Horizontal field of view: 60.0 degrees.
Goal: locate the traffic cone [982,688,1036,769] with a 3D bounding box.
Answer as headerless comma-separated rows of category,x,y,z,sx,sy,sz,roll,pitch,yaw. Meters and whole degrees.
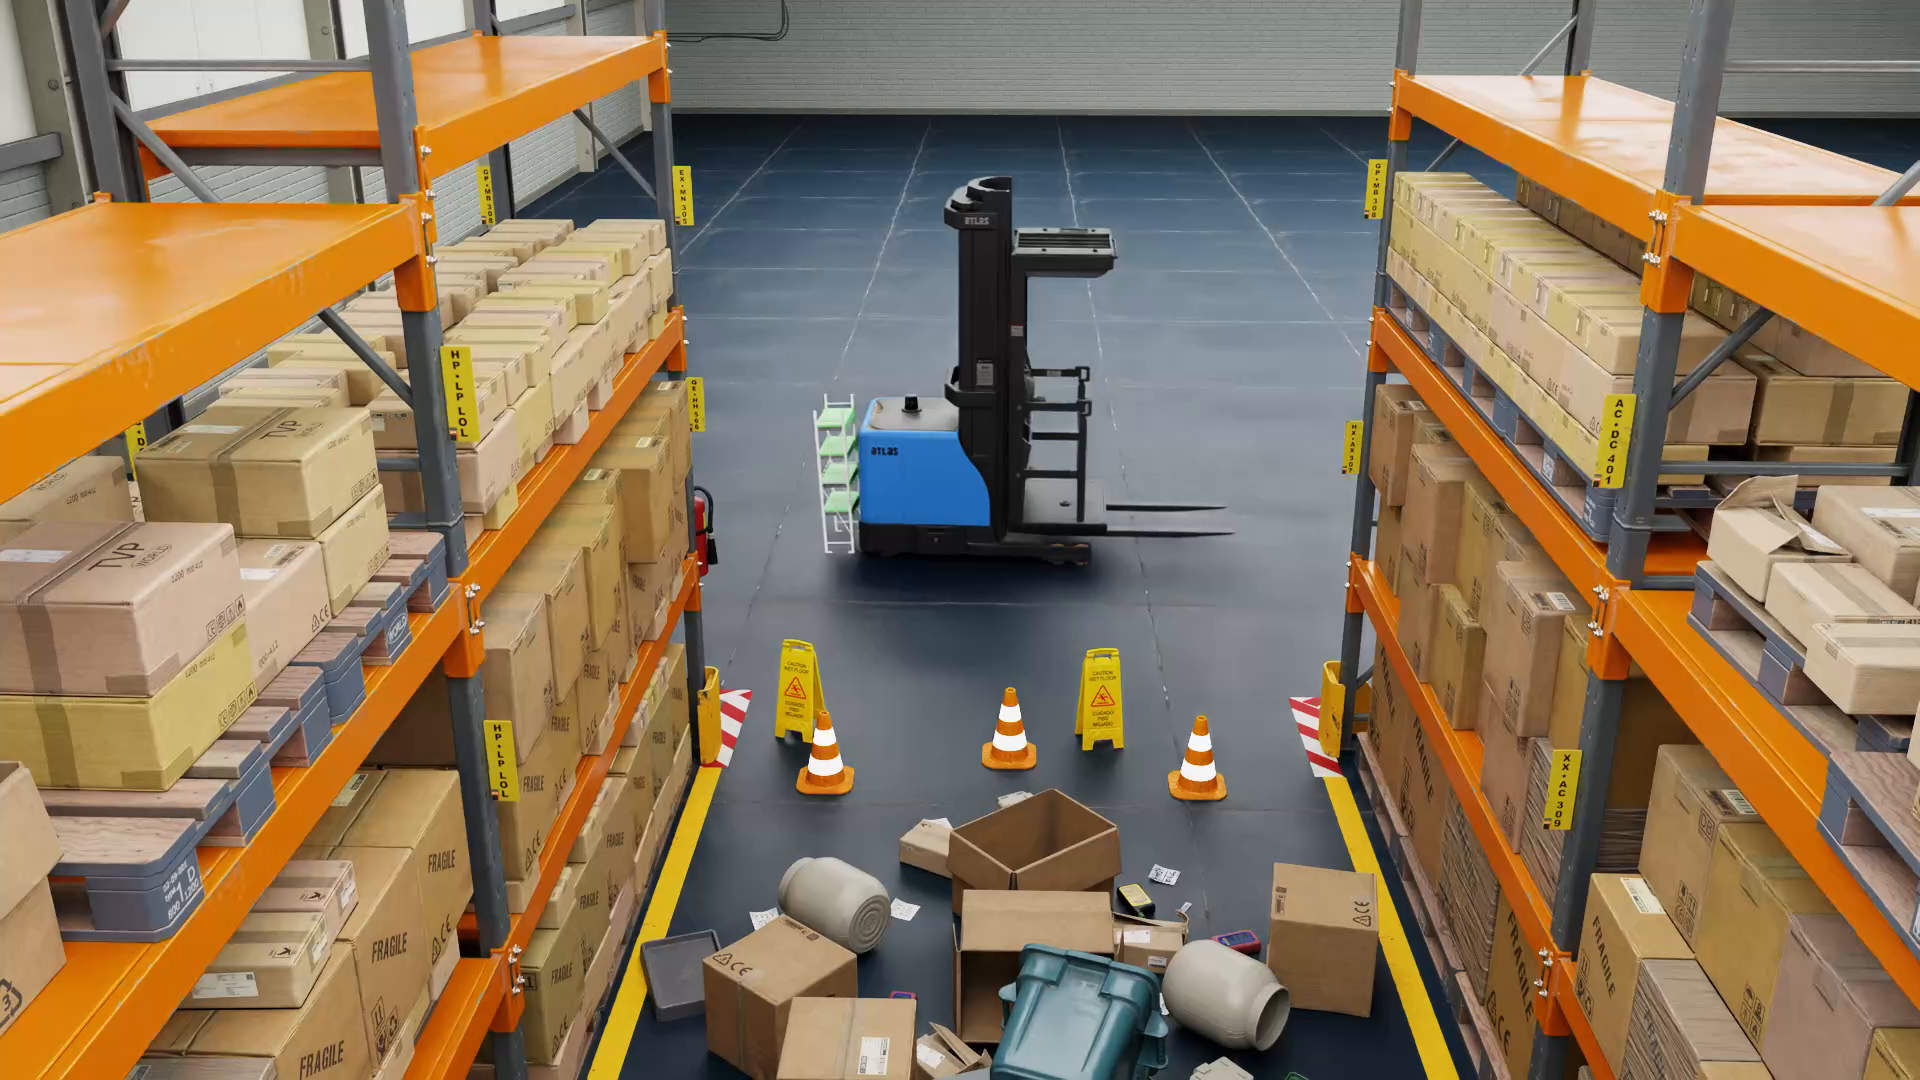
traffic cone,0.306,1.131,10.269,0.336,0.463,0.334,1,21,2

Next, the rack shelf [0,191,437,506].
rack shelf,-2.273,-0.217,3.488,1.077,0.370,4.000,1,21,2

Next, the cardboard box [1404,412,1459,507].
cardboard box,2.886,-0.333,8.834,0.875,0.550,0.550,1,21,2

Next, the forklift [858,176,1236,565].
forklift,0.720,-1.365,13.289,3.031,2.935,1.130,1,21,3

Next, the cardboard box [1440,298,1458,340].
cardboard box,2.491,-1.040,7.838,0.380,0.149,0.250,0,21,1

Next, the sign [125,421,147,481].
sign,-2.754,-0.307,5.607,0.100,0.325,0.005,1,21,2

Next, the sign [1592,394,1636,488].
sign,2.184,-0.329,5.552,0.100,0.325,0.005,1,21,2

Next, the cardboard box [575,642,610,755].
cardboard box,-1.900,0.631,7.501,0.500,0.500,0.500,0,21,1

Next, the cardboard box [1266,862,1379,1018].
cardboard box,1.760,1.945,8.116,0.500,0.500,0.500,4,22,11

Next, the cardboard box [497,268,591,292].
cardboard box,-1.949,-1.179,7.814,0.380,0.149,0.250,0,21,0

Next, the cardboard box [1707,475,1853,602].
cardboard box,2.471,-0.010,5.021,0.258,0.266,0.396,0,21,1

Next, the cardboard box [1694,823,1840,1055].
cardboard box,2.716,1.206,5.047,0.700,0.500,0.500,0,21,1

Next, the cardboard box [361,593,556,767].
cardboard box,-1.982,0.527,6.386,0.700,0.500,0.500,0,21,1

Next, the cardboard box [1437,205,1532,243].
cardboard box,2.501,-1.504,7.931,0.380,0.149,0.250,0,21,1

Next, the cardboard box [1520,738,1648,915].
cardboard box,2.738,1.150,6.505,0.875,0.550,0.550,1,21,2

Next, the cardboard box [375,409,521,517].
cardboard box,-1.925,-0.288,6.068,0.500,0.250,0.500,0,21,0

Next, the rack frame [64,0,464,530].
rack frame,-2.212,-1.462,5.149,1.000,3.000,0.127,1,21,2

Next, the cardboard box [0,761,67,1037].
cardboard box,-2.316,0.783,3.368,0.797,0.503,0.637,1,21,2

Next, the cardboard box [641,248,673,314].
cardboard box,-1.836,-1.390,8.908,0.500,0.250,0.500,0,21,1

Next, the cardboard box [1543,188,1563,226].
cardboard box,3.173,-1.680,8.385,0.380,0.149,0.250,1,21,3

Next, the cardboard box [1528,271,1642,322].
cardboard box,2.455,-0.951,6.505,0.380,0.149,0.250,1,21,3

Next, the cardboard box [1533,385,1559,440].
cardboard box,2.444,-0.490,6.421,0.380,0.149,0.250,1,21,2

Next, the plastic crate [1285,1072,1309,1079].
plastic crate,1.435,2.560,6.886,0.450,0.188,0.662,23,29,25

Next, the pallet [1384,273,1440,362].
pallet,2.849,-1.182,8.698,1.003,0.211,1.213,1,21,2

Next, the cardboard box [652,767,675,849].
cardboard box,-1.869,1.457,9.140,0.500,0.250,0.500,1,21,2

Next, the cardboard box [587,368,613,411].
cardboard box,-1.824,-0.705,7.692,0.380,0.149,0.250,0,21,1

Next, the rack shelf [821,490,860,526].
rack shelf,-0.970,-0.264,13.666,0.258,0.148,0.480,-1,21,6

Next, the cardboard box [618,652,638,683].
cardboard box,-1.857,0.607,8.459,0.380,0.149,0.250,0,21,1

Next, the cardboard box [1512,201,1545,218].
cardboard box,3.125,-1.623,8.788,0.500,0.250,0.500,1,21,2

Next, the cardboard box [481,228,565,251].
cardboard box,-2.297,-1.547,8.760,0.380,0.149,0.250,1,21,1

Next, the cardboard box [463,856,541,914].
cardboard box,-1.882,1.342,6.564,0.380,0.149,0.250,1,21,1

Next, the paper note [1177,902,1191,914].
paper note,1.185,1.948,8.787,0.032,0.001,0.123,13,25,29

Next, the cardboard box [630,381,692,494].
cardboard box,-1.887,-0.575,9.227,0.700,0.500,0.500,0,21,0

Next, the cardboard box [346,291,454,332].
cardboard box,-2.469,-0.997,7.342,0.380,0.149,0.250,1,21,2

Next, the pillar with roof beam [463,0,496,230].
pillar with roof beam,-3.123,-9.180,25.042,9.100,9.000,0.400,1,21,2

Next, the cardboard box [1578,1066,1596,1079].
cardboard box,2.810,2.432,5.938,1.050,0.750,0.750,1,21,1

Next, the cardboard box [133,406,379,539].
cardboard box,-2.102,-0.211,5.009,0.500,0.250,0.500,1,21,3

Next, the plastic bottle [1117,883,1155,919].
plastic bottle,0.944,1.919,8.791,0.133,0.061,0.283,-7,22,-17

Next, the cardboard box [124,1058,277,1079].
cardboard box,-2.047,1.679,4.219,0.500,0.500,0.500,0,21,0

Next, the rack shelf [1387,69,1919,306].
rack shelf,2.800,-1.645,7.169,1.077,0.370,4.000,1,21,2

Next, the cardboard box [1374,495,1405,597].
cardboard box,2.895,-0.028,9.542,0.875,0.550,0.550,1,21,2

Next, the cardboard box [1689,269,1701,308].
cardboard box,3.119,-1.039,6.733,0.380,0.149,0.250,1,21,2

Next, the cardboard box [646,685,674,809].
cardboard box,-1.866,1.107,9.007,0.500,0.500,0.500,1,21,4

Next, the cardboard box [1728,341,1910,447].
cardboard box,3.034,-0.530,5.973,0.500,0.250,0.500,1,21,2

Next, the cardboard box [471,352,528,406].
cardboard box,-1.880,-0.618,6.366,0.380,0.149,0.250,0,21,0

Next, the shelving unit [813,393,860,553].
shelving unit,-0.985,-0.548,13.557,0.258,1.200,0.503,-1,21,6

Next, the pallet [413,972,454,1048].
pallet,-2.380,1.699,5.561,1.003,0.211,1.213,1,21,2

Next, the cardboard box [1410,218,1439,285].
cardboard box,2.575,-1.448,8.337,0.500,0.250,0.500,0,21,1

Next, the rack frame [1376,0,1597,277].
rack frame,2.861,-2.890,8.831,1.000,3.000,0.127,1,21,2

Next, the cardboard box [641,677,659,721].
cardboard box,-1.809,0.840,8.798,0.380,0.149,0.250,1,21,3

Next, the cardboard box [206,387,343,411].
cardboard box,-2.420,-0.435,5.895,0.380,0.149,0.250,1,21,3
